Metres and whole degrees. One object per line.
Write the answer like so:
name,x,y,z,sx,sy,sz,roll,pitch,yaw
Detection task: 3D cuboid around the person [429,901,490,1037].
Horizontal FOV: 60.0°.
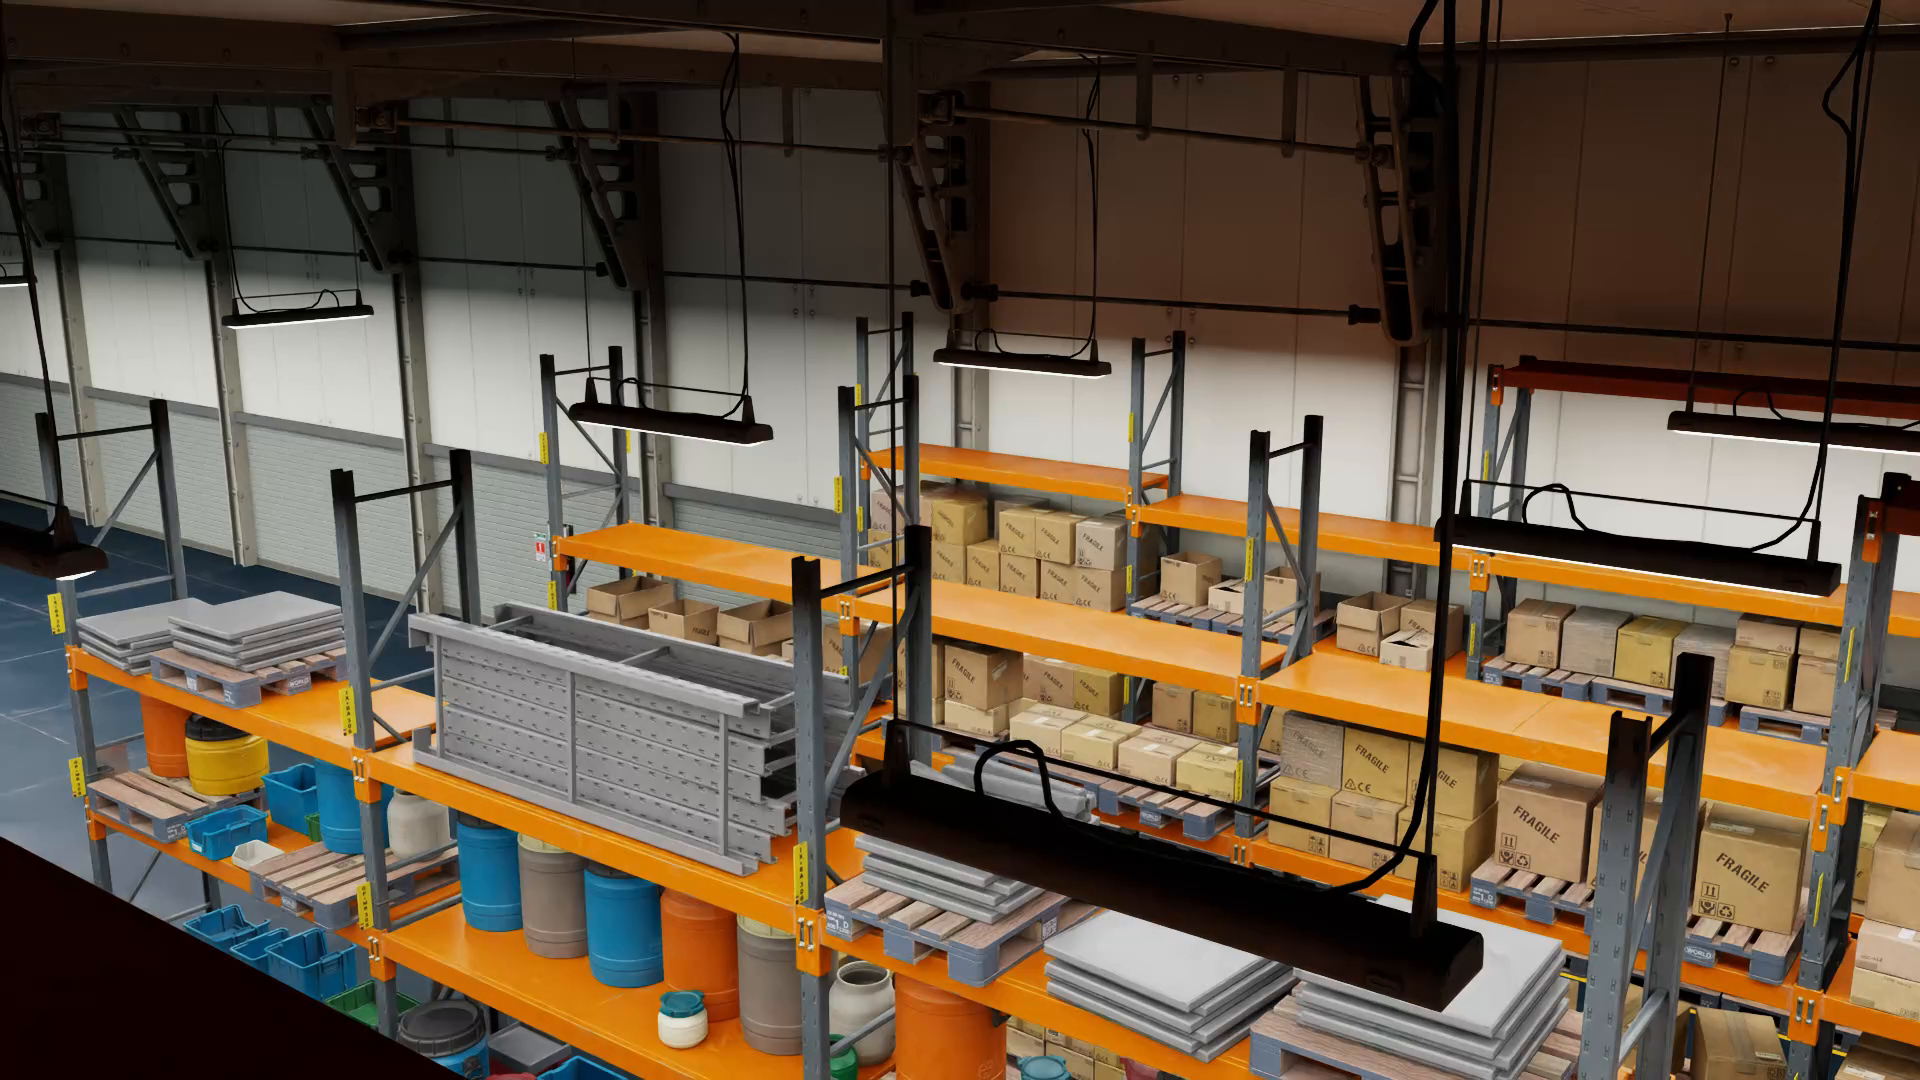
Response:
person,-4.596,3.857,15.003,0.993,1.595,0.464,12,18,42
